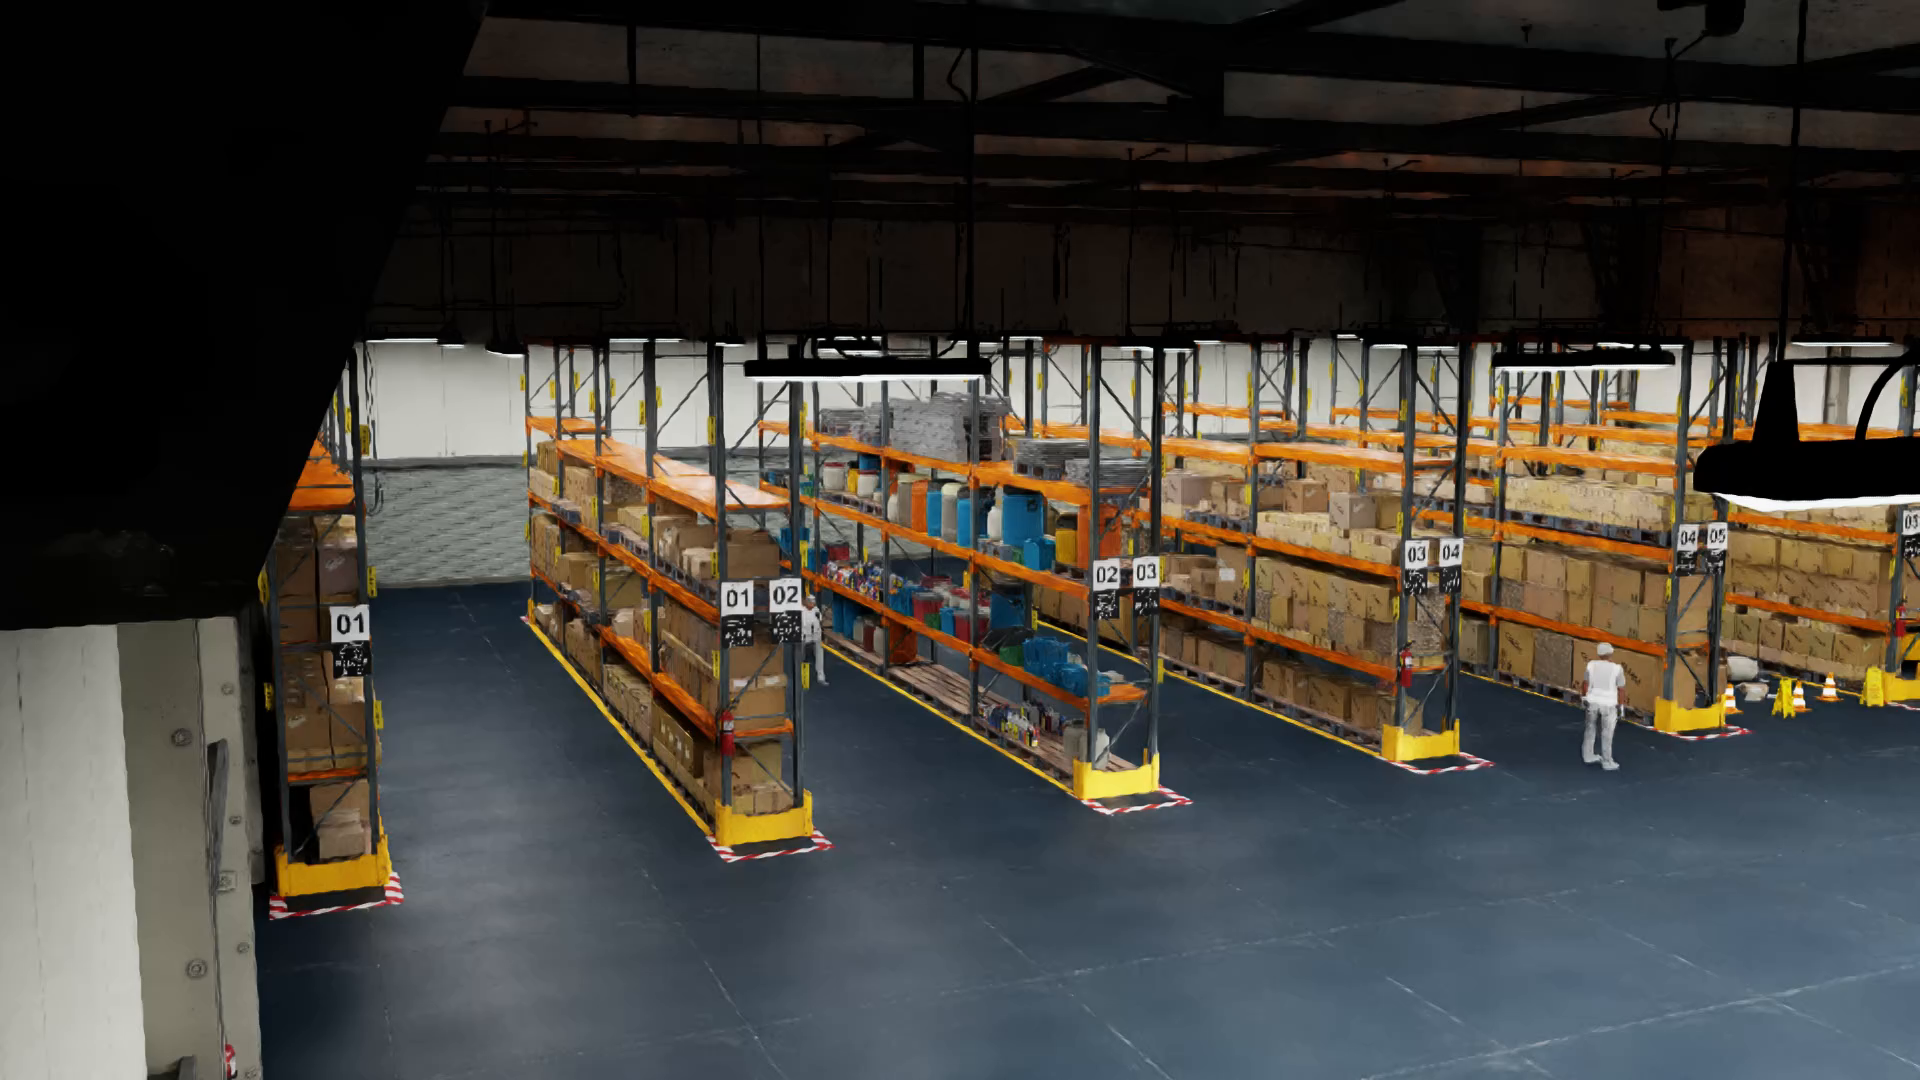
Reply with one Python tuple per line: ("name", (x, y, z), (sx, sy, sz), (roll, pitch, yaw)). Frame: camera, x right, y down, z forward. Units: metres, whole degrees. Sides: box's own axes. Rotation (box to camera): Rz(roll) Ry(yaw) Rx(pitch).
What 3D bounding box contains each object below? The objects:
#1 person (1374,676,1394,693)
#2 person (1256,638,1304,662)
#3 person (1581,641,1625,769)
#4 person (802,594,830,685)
("person", (6.953, 1.947, 27.055), (0.598, 1.619, 0.507), (-3, 8, -25))
("person", (5.803, 1.422, 30.485), (0.686, 1.716, 0.838), (-6, 10, -38))
("person", (9.070, 2.314, 23.498), (0.618, 1.783, 0.356), (6, 10, 39))
("person", (-2.618, 1.703, 28.870), (0.497, 1.583, 1.090), (-3, 8, -20))
